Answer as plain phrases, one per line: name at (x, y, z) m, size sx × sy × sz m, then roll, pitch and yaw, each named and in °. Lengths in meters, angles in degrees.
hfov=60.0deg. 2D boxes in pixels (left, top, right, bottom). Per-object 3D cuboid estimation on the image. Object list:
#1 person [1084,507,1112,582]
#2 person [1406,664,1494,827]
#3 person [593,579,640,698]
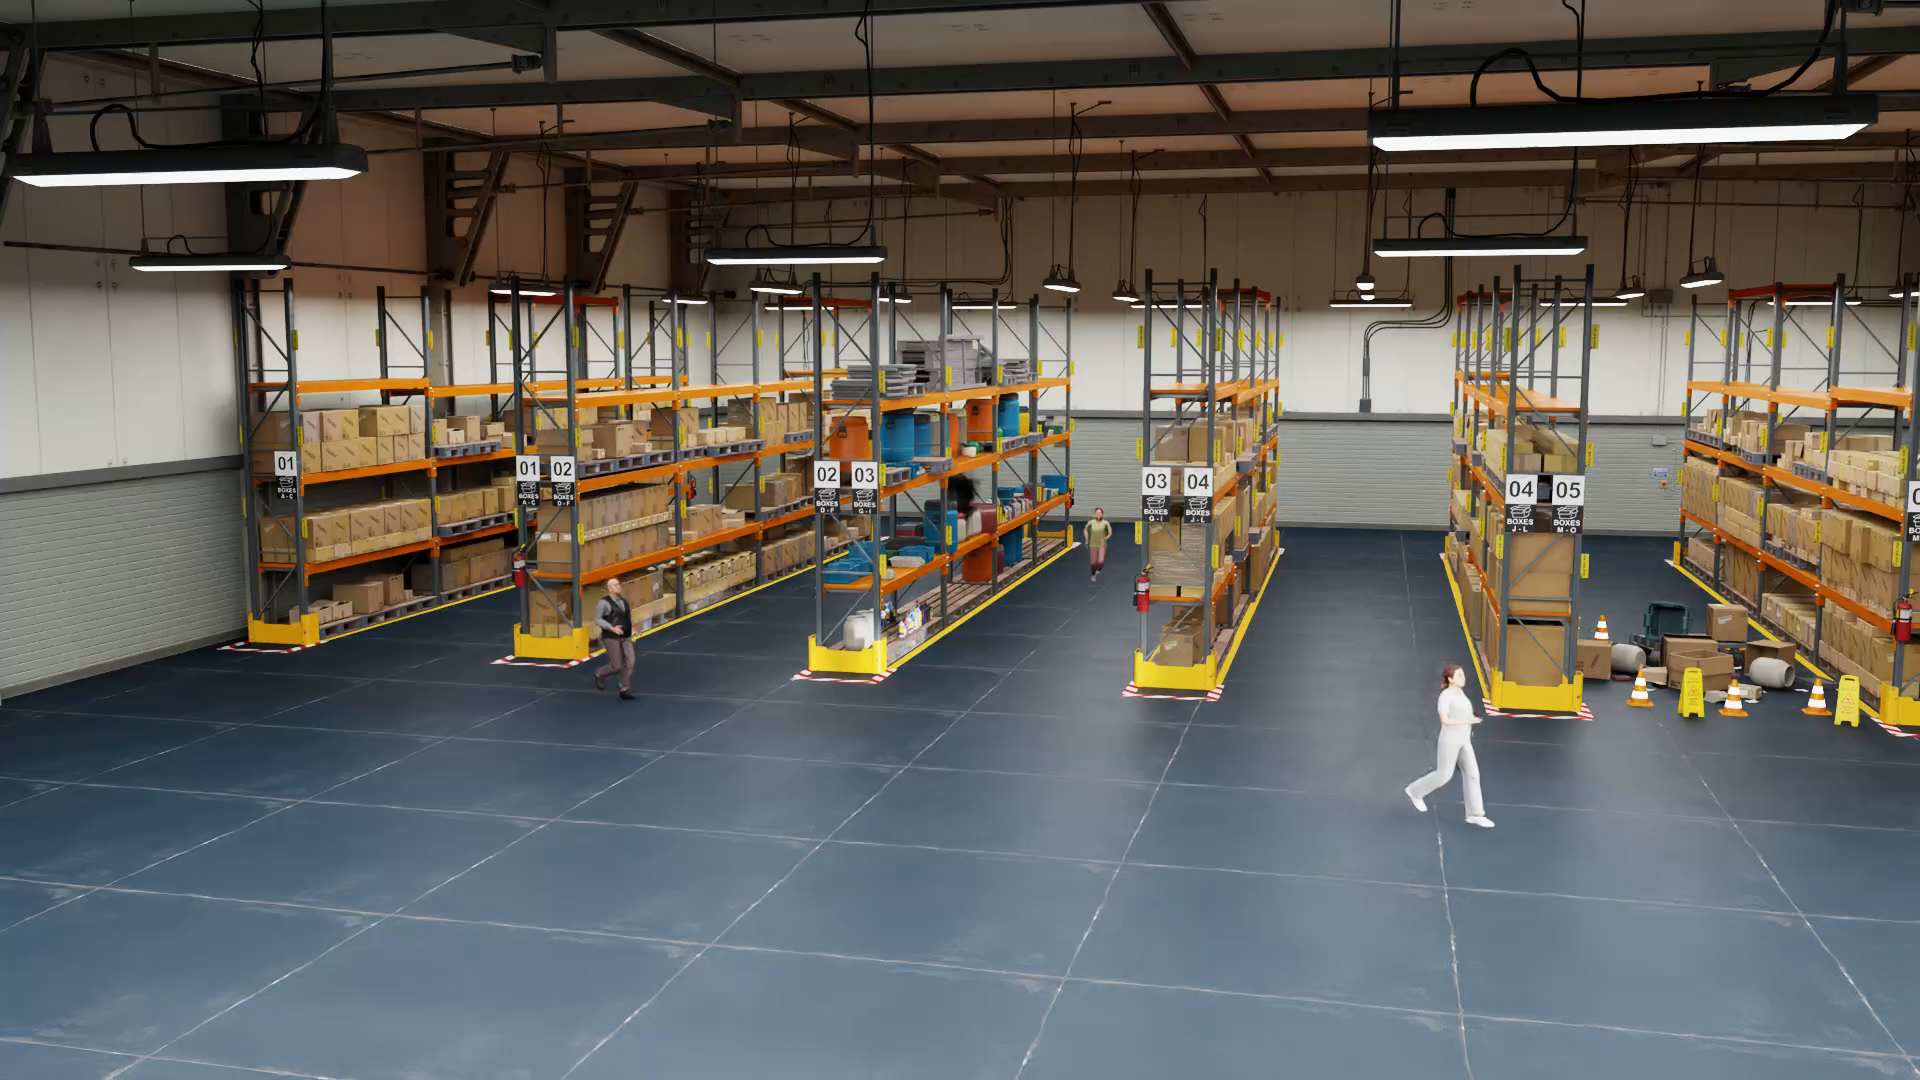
person at (2.800, 0.124, 33.752) m, size 0.573 × 1.519 × 0.554 m, roll 1°, pitch 7°, yaw 5°
person at (5.116, 2.096, 17.256) m, size 0.569 × 1.647 × 0.963 m, roll -6°, pitch 9°, yaw -43°
person at (-4.838, 1.374, 23.387) m, size 0.674 × 1.677 × 0.665 m, roll 5°, pitch 9°, yaw 37°
